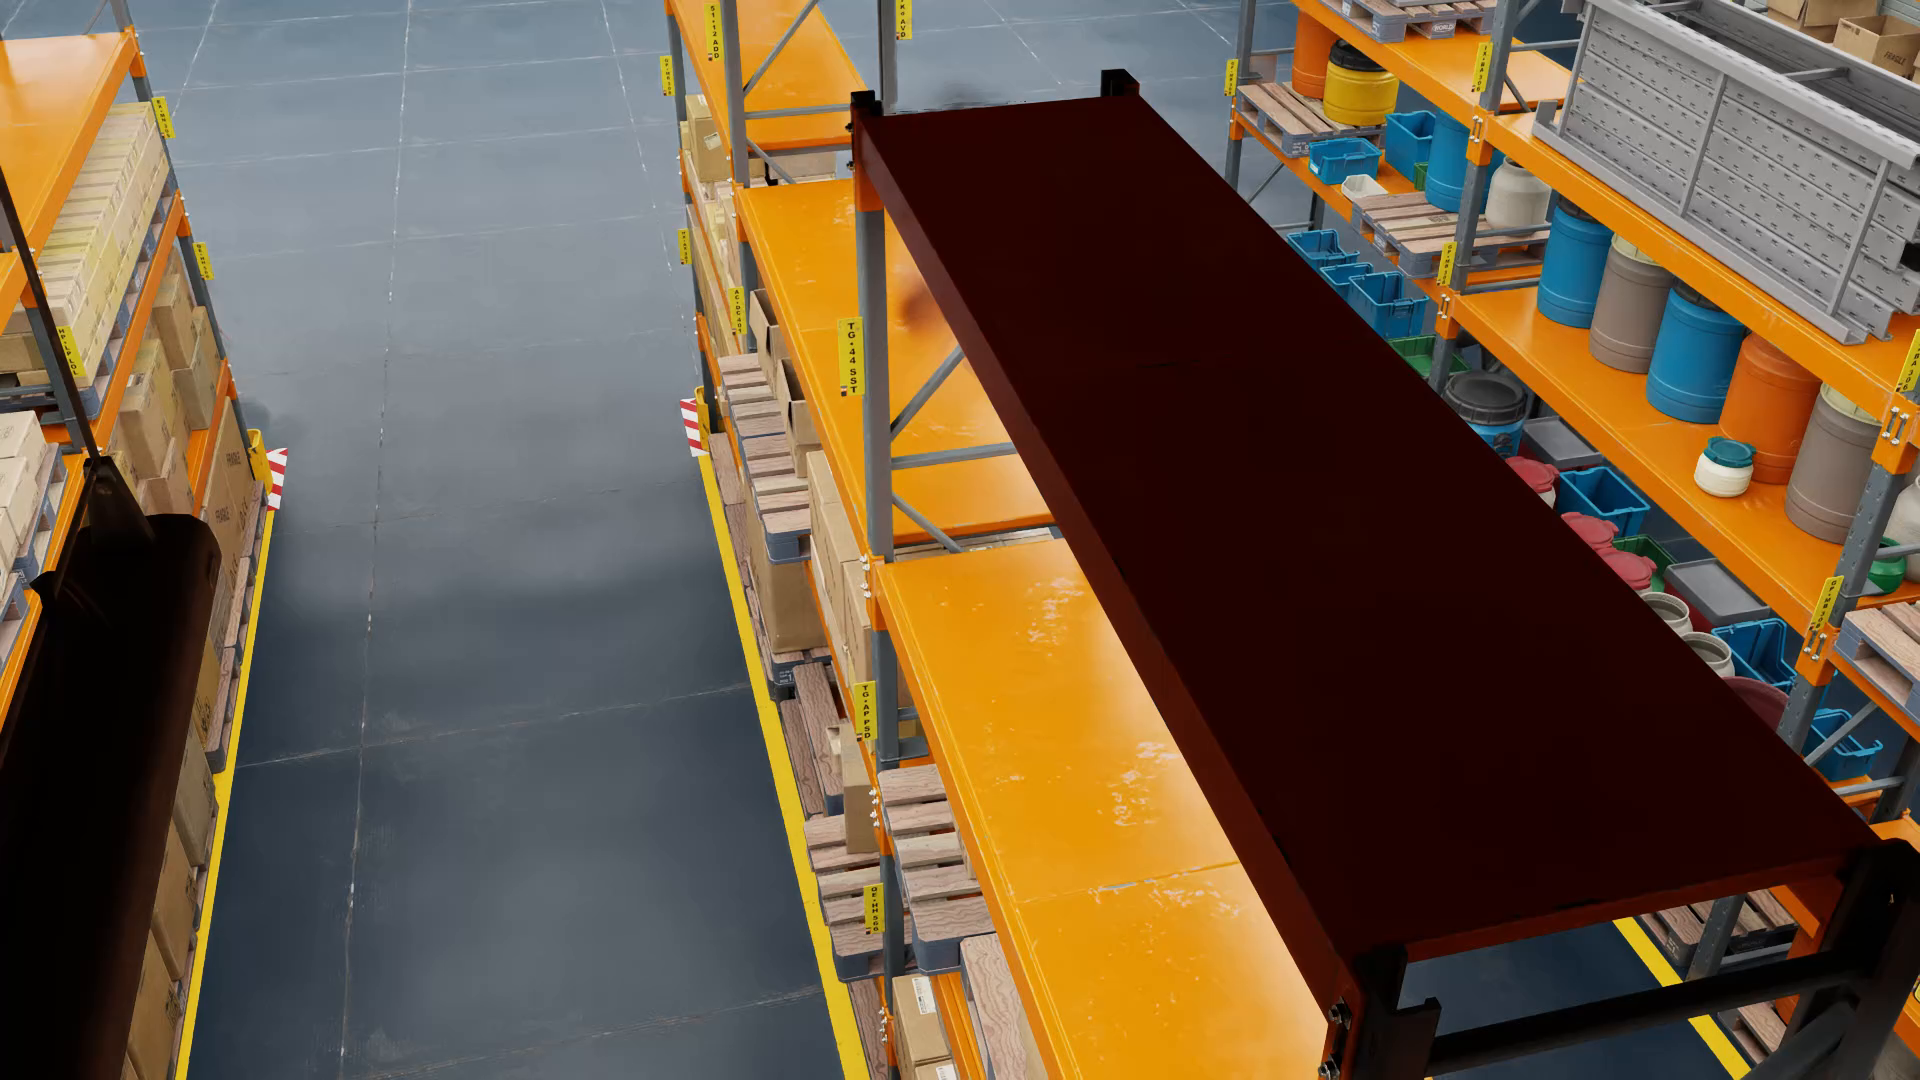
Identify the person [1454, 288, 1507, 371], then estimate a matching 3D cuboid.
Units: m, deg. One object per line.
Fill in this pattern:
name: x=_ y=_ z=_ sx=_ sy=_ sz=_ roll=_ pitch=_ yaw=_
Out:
person: x=4.845 y=-1.895 z=15.439 sx=0.565 sy=1.612 sz=0.894 roll=-10 pitch=36 yaw=-14
